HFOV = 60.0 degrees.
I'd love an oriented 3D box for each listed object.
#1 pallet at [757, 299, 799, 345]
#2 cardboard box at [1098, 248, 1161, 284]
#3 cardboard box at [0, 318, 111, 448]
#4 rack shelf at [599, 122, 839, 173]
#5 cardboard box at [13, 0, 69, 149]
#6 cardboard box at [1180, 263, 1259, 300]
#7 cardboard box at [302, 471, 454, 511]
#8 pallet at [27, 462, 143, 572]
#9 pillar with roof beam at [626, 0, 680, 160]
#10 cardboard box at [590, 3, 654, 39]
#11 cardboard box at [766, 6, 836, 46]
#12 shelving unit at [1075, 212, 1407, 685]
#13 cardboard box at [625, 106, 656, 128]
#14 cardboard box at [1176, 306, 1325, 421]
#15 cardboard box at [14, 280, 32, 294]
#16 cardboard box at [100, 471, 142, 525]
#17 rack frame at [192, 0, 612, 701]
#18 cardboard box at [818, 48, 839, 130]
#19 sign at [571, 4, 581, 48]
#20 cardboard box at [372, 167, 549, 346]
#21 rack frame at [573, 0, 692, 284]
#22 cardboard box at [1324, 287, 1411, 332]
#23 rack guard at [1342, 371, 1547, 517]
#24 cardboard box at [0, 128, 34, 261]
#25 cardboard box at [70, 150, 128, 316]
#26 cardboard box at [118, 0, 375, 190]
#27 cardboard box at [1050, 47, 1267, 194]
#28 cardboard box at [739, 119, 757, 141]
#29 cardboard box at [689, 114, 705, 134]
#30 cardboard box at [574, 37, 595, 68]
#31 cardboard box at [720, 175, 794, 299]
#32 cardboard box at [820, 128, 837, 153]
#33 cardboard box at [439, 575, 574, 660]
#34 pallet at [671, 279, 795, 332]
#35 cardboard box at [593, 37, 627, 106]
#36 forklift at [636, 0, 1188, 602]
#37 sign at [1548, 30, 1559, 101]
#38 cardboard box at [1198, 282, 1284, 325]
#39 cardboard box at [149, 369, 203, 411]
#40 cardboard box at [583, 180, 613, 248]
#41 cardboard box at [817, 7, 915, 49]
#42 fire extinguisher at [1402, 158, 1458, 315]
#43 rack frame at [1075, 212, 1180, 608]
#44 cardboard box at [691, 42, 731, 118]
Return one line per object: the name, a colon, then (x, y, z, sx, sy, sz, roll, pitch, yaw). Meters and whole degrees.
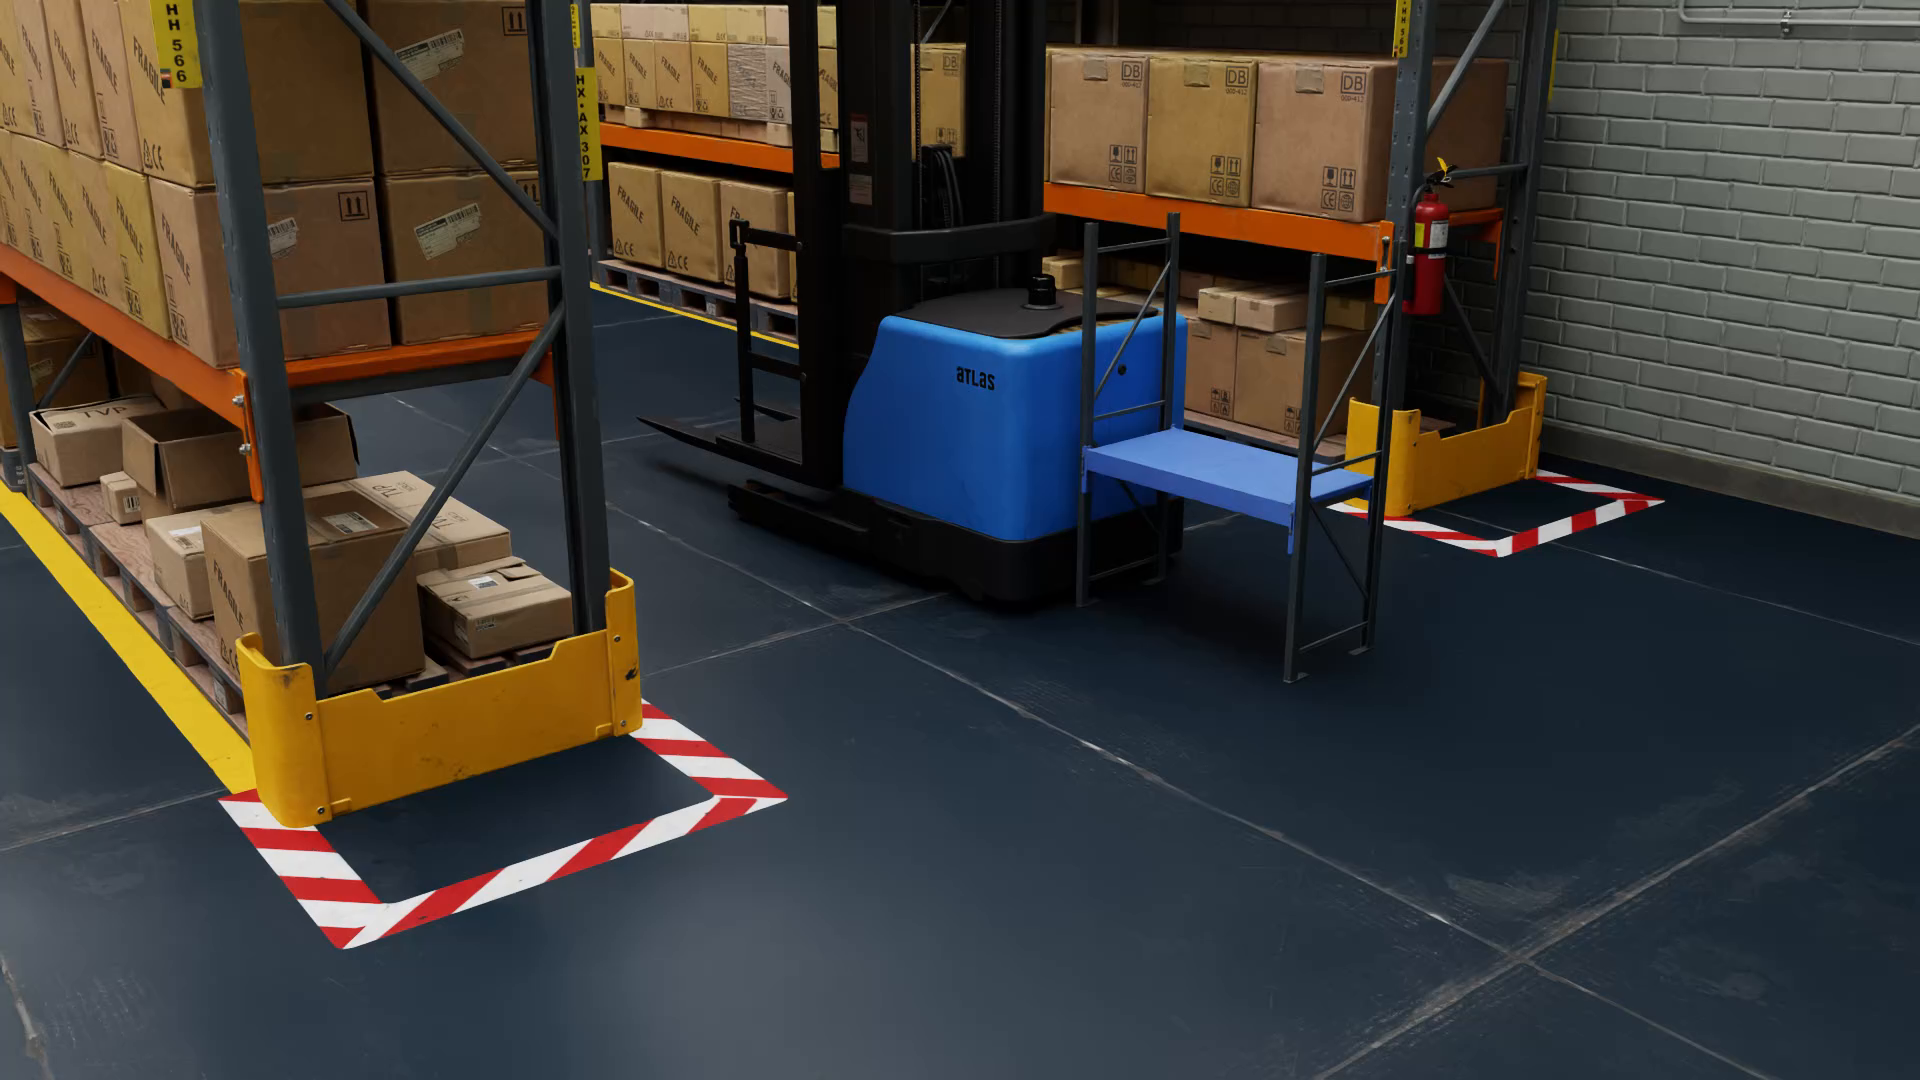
pallet: (-0.683, -1.520, 11.618, 1.003, 0.211, 1.213, -14, 23, -36)
cardboard box: (0.954, -1.603, 9.708, 0.380, 0.149, 0.250, -14, 23, -36)
cardboard box: (-4.557, -0.789, 8.250, 0.500, 0.500, 0.500, -14, 23, -36)
rack shelf: (-1.387, -2.820, 12.252, 1.077, 0.370, 4.000, -14, 23, -36)
cardboard box: (-2.993, -1.671, 5.888, 0.500, 0.500, 0.500, -13, 22, -34)
cardboard box: (1.431, -1.414, 9.137, 0.380, 0.149, 0.250, -14, 23, -35)
cardboard box: (-2.278, -0.055, 6.430, 0.500, 0.250, 0.500, -14, 23, -36)
pallet: (-3.600, -0.208, 7.654, 1.003, 0.211, 1.213, -14, 23, -36)
pillar with roof beam: (-6.132, -6.151, 11.624, 9.100, 9.000, 0.400, -14, 23, -36)
cardboard box: (-2.531, -4.039, 12.932, 0.500, 0.250, 0.500, -13, 23, -35)
cardboard box: (-0.945, -3.416, 11.050, 0.500, 0.250, 0.500, -13, 23, -35)
shelving unit: (0.992, -0.379, 6.122, 0.538, 1.500, 1.048, -16, 24, -39)
cardboard box: (-2.357, -3.273, 12.841, 0.380, 0.149, 0.250, -13, 22, -34)
cardboard box: (1.515, -0.972, 8.835, 0.700, 0.500, 0.500, -14, 23, -36)
cardboard box: (-5.486, -1.161, 9.373, 0.500, 0.500, 0.500, -15, 23, -38)
cardboard box: (-3.390, -0.208, 7.026, 0.380, 0.166, 0.250, -14, 23, -36)
rack frame: (-1.542, -0.715, 4.751, 1.000, 3.000, 0.127, -14, 23, -36)
cardboard box: (-0.629, -2.932, 10.780, 0.500, 0.500, 0.500, -14, 23, -37)
sign: (-3.048, -4.058, 13.131, 0.100, 0.325, 0.005, -14, 23, -36)
cardboard box: (-1.611, -0.924, 5.221, 0.500, 0.500, 0.500, -13, 23, -35)
rack frame: (-2.628, -3.654, 13.627, 1.000, 3.000, 0.127, -14, 23, -36)
cardboard box: (2.060, -1.165, 8.385, 0.380, 0.149, 0.250, -14, 23, -36)
rack guard: (2.354, -0.491, 8.049, 1.175, 0.500, 0.348, -14, 23, -36)
cardboard box: (-3.602, -1.444, 6.793, 0.500, 0.500, 0.500, -13, 23, -35)
cardboard box: (-2.664, -1.071, 5.667, 0.500, 0.500, 0.500, -14, 23, -36)
cardboard box: (-2.034, -1.294, 4.747, 0.500, 0.500, 0.500, -14, 23, -37)
cardboard box: (1.088, -2.316, 9.108, 0.980, 0.700, 0.700, -15, 24, -39)
cardboard box: (-1.331, -2.909, 11.743, 0.380, 0.149, 0.250, -15, 23, -38)
cardboard box: (-1.785, -3.107, 12.341, 0.380, 0.149, 0.250, -14, 23, -35)
cardboard box: (-2.928, -4.025, 13.886, 0.500, 0.500, 0.700, 17, 25, 42)
cardboard box: (-1.204, -2.201, 11.989, 0.750, 0.750, 0.750, -13, 22, -34)
cardboard box: (-0.752, -2.645, 10.945, 0.380, 0.149, 0.250, -13, 23, -35)
cardboard box: (-1.533, 0.259, 5.644, 0.380, 0.149, 0.250, -14, 23, -36)
pallet: (-1.445, -1.821, 12.527, 1.003, 0.211, 1.213, -14, 23, -36)
cardboard box: (-2.527, -3.683, 13.049, 0.500, 0.500, 0.500, -13, 22, -35)
forklift: (-0.417, -1.538, 7.343, 1.130, 2.935, 3.031, -16, 24, -39)
sign: (2.778, -2.239, 7.848, 0.100, 0.325, 0.005, -14, 23, -36)
cardboard box: (1.444, -1.216, 8.538, 0.380, 0.149, 0.250, -13, 22, -35)
cardboard box: (-3.449, -0.638, 7.795, 0.500, 0.500, 0.500, -14, 23, -36)
cardboard box: (-3.116, -2.844, 14.456, 0.700, 0.500, 0.500, -14, 23, -35)
cardboard box: (-0.635, -3.288, 10.664, 0.500, 0.250, 0.500, -13, 23, -35)
fire extinguisher: (2.071, -1.342, 7.360, 0.296, 0.674, 0.183, -14, 23, -36)
rack frame: (0.652, -0.498, 6.481, 0.500, 1.500, 0.032, -16, 24, -39)
cardboard box: (-1.573, -3.303, 11.901, 0.500, 0.500, 0.500, -13, 22, -35)
